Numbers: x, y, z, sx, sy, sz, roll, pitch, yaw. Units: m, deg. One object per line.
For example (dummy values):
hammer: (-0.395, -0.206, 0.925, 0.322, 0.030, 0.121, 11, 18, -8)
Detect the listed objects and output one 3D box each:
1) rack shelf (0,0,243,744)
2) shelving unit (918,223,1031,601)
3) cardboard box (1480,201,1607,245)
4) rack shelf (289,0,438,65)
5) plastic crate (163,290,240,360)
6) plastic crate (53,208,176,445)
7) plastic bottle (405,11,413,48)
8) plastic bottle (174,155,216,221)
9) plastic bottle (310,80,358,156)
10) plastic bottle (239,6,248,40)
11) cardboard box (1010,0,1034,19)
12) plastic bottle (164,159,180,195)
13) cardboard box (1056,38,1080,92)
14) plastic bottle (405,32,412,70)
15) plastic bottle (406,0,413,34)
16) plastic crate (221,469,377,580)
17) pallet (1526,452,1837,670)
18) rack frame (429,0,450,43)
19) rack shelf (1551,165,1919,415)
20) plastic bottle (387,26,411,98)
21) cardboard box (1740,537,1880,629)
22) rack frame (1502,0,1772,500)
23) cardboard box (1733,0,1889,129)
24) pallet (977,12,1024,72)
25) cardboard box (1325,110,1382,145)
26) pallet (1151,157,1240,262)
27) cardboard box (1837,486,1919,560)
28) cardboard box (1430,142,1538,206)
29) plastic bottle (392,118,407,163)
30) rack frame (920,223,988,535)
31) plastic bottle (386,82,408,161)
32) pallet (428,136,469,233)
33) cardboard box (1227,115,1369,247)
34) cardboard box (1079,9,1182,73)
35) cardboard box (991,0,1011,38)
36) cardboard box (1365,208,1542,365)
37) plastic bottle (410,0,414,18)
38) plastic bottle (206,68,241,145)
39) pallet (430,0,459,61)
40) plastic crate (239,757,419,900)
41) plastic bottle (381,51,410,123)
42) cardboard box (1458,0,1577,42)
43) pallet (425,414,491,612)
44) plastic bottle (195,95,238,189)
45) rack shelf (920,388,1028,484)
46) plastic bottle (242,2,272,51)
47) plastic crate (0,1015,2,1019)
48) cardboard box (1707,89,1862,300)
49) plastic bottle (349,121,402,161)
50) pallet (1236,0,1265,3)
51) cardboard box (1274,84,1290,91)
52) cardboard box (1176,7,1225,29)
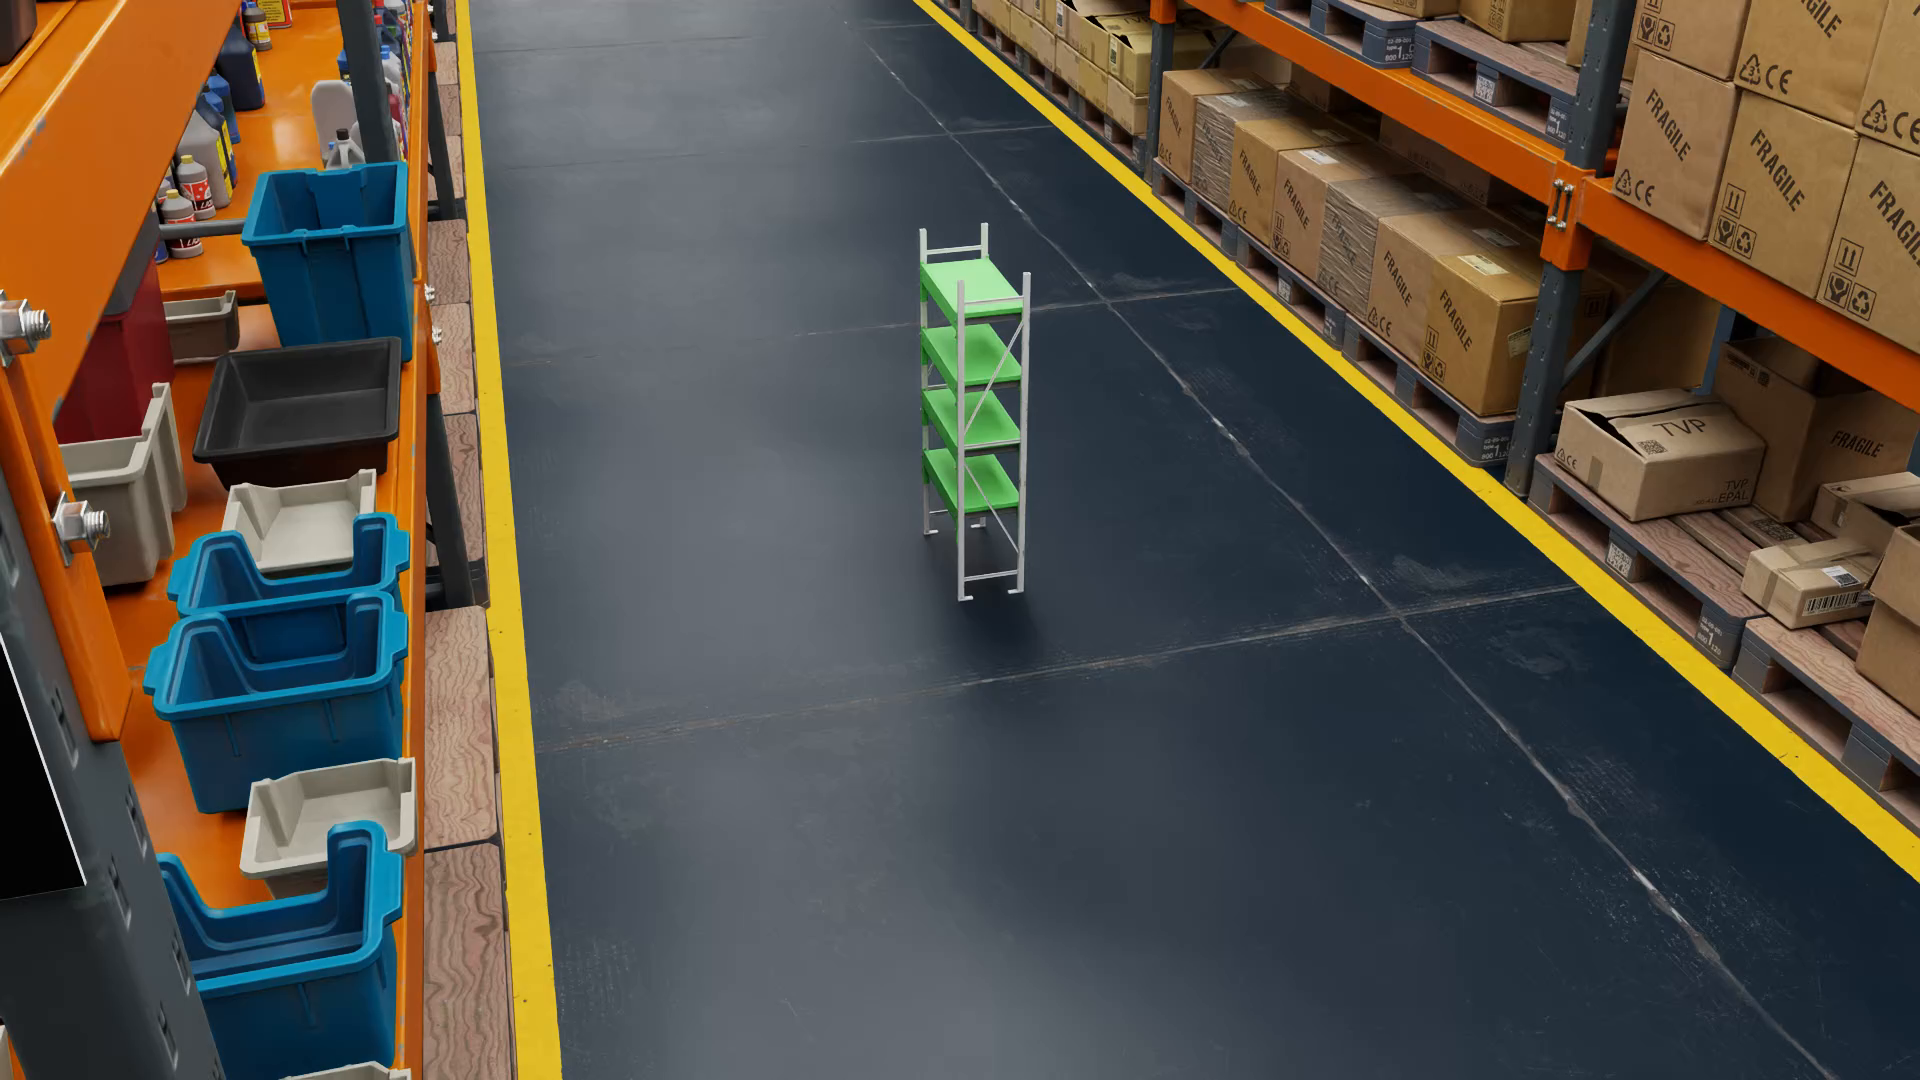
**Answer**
rack shelf: (-1.586, -0.917, 2.564, 1.077, 0.370, 4.000, -8, 31, -13)
shelving unit: (0.044, -0.439, 5.811, 0.258, 1.200, 0.503, -8, 31, -13)
cardboard box: (2.614, -1.184, 7.357, 0.500, 0.500, 0.500, -7, 31, -13)
rack shelf: (-3.710, -3.483, 9.991, 1.077, 0.370, 4.000, -8, 31, -13)
plastic crate: (-2.131, -0.564, 4.434, 0.396, 0.136, 0.243, -8, 31, -13)
plastic crate: (-2.122, -0.485, 3.970, 0.402, 0.464, 0.583, -8, 31, -13)
plastic bottle: (-2.508, -2.293, 7.415, 0.097, 0.201, 0.097, 0, 30, 0)
plastic bottle: (-2.515, -1.159, 5.457, 0.097, 0.201, 0.097, 0, 30, 0)
plastic bottle: (-2.265, -1.544, 6.046, 0.152, 0.276, 0.135, -8, 31, -13)
plastic bottle: (-3.253, -2.299, 7.351, 0.152, 0.276, 0.135, -8, 31, -13)
cardboard box: (0.672, -3.926, 11.805, 0.500, 0.311, 0.500, -9, 31, -15)
plastic bottle: (-2.630, -1.166, 5.394, 0.152, 0.276, 0.135, -8, 31, -13)
cardboard box: (0.952, -3.190, 11.092, 0.500, 0.250, 0.500, -7, 31, -12)
plastic bottle: (-2.405, -2.105, 7.090, 0.097, 0.201, 0.097, 0, 30, 0)
plastic bottle: (-2.586, -2.434, 7.659, 0.097, 0.201, 0.097, 0, 30, 0)
plastic crate: (-1.365, -0.007, 3.471, 0.293, 0.136, 0.466, -8, 31, -13)
pallet: (2.841, -0.014, 6.064, 1.003, 0.211, 1.213, -8, 31, -13)
rack frame: (-4.240, -4.760, 11.479, 1.000, 3.000, 0.127, -8, 31, -13)
rack shelf: (3.191, -0.276, 4.450, 1.077, 0.370, 4.000, -8, 31, -13)
plastic bottle: (-2.272, -1.933, 6.712, 0.061, 0.283, 0.133, -8, 31, -13)
cardboard box: (2.802, 0.131, 5.419, 0.380, 0.166, 0.250, -8, 31, -13)
rack frame: (2.660, -1.553, 5.939, 1.000, 3.000, 0.127, -8, 31, -13)
cardboard box: (2.651, -1.515, 4.775, 0.500, 0.500, 0.500, -9, 31, -15)
pallet: (0.769, -3.859, 12.707, 1.003, 0.211, 1.213, -8, 31, -13)
cardboard box: (2.210, -1.923, 8.634, 0.500, 0.500, 0.500, -9, 31, -15)
pallet: (1.760, -1.912, 9.343, 1.003, 0.211, 1.213, -8, 31, -13)
cardboard box: (3.283, 0.020, 5.466, 0.500, 0.311, 0.500, -8, 31, -13)
cardboard box: (2.501, -1.735, 7.561, 0.500, 0.250, 0.500, -8, 31, -13)
plastic bottle: (-2.026, -1.415, 5.898, 0.097, 0.201, 0.097, 0, 30, 0)
rack frame: (-0.021, -0.557, 6.015, 0.240, 1.200, 0.015, -8, 31, -13)
plastic bottle: (-2.039, -1.508, 5.978, 0.061, 0.283, 0.133, -8, 31, -13)
pallet: (-3.347, -2.000, 9.495, 1.003, 0.211, 1.213, -8, 31, -13)
cardboard box: (1.716, -1.840, 8.492, 0.500, 0.500, 0.500, -8, 31, -14)
cardboard box: (1.077, -3.190, 10.532, 0.500, 0.311, 0.500, -8, 31, -14)
cardboard box: (0.539, -3.934, 12.377, 0.500, 0.250, 0.500, -7, 31, -12)
cardboard box: (2.129, -1.102, 7.215, 0.500, 0.500, 0.500, -8, 31, -13)
plastic bottle: (-2.660, -2.639, 7.931, 0.061, 0.283, 0.133, -8, 31, -13)
plastic bottle: (-2.746, -1.610, 6.166, 0.097, 0.271, 0.097, 0, 30, 0)
pallet: (-4.378, -3.883, 12.748, 1.003, 0.211, 1.213, -8, 31, -13)
plastic crate: (-0.989, 0.467, 2.651, 0.250, 0.136, 0.298, -8, 31, -13)
plastic bottle: (-2.184, -1.733, 6.379, 0.097, 0.271, 0.097, 0, 30, 0)
cardboard box: (2.506, -2.360, 6.814, 0.700, 0.500, 0.500, -3, 30, -5)
pallet: (-2.282, -0.067, 6.156, 1.003, 0.211, 1.213, -8, 31, -13)
plastic bottle: (-2.587, -1.384, 5.695, 0.144, 0.351, 0.185, -8, 31, -13)
rack shelf: (0.044, -0.384, 5.843, 0.258, 0.148, 0.480, -8, 31, -13)
plastic bottle: (-3.137, -2.292, 7.414, 0.097, 0.201, 0.097, 0, 30, 0)
plastic crate: (-1.509, 0.612, 2.401, 0.396, 0.136, 0.243, -8, 31, -13)
cardboard box: (2.671, -1.067, 4.999, 0.500, 0.500, 0.500, -7, 31, -12)
plastic bottle: (-1.970, -1.293, 5.614, 0.152, 0.276, 0.135, -8, 31, -13)
pallet: (1.846, -3.084, 8.775, 1.213, 0.211, 1.003, -8, 31, -13)
cardboard box: (1.742, -2.768, 10.364, 0.500, 0.250, 0.500, -8, 31, -13)
cardboard box: (1.595, -3.264, 10.660, 0.500, 0.311, 0.500, -9, 31, -15)
